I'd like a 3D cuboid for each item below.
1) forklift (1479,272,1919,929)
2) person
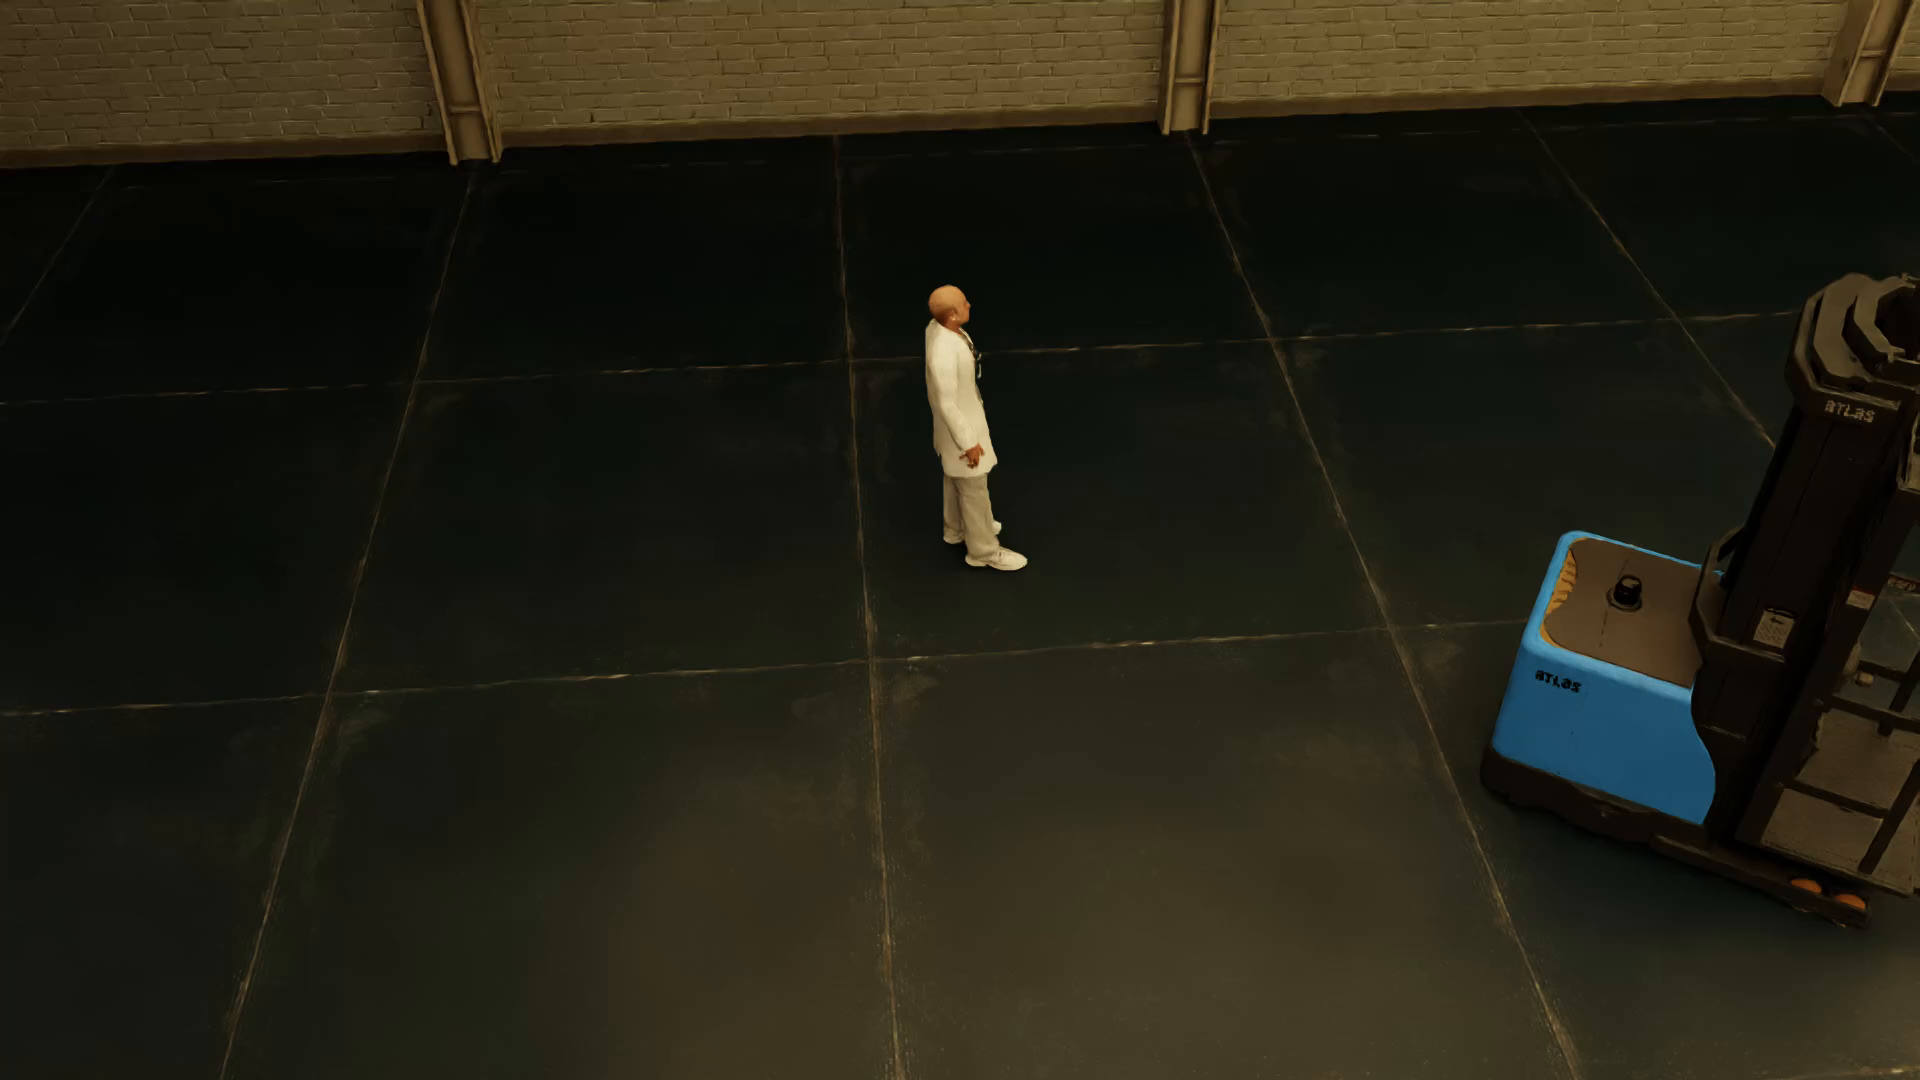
[{"bbox_3d":[4.248,0.351,7.527,3.031,2.935,1.130,19,44,21],"label":"forklift"},{"bbox_3d":[0.091,-0.683,9.613,0.579,1.776,0.694,-3,41,-4],"label":"person"}]
